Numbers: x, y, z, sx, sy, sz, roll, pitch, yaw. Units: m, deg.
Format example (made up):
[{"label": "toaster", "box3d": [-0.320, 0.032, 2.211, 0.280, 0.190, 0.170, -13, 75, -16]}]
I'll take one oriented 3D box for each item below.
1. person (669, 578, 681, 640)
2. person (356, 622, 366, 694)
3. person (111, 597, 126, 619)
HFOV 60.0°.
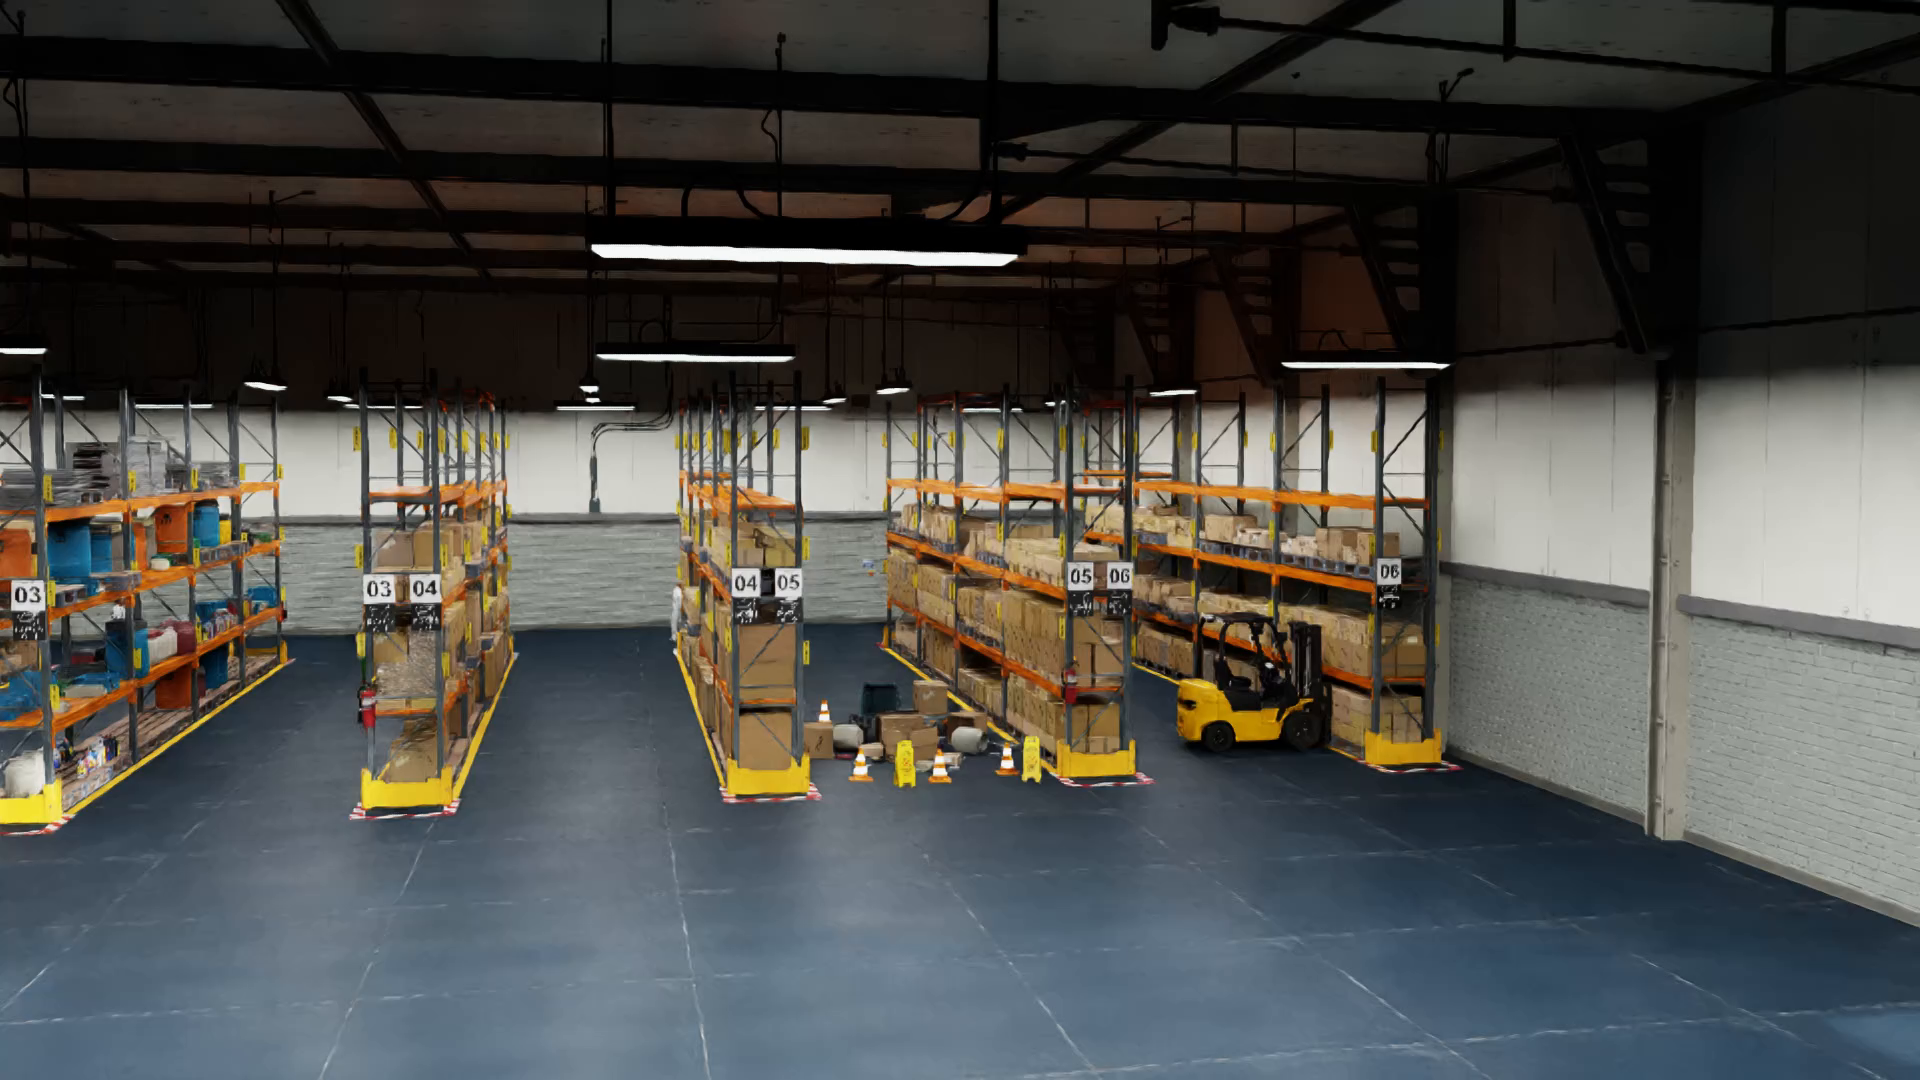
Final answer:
[{"label": "person", "box3d": [-6.986, 1.707, 41.928, 0.531, 1.600, 0.944, 1, 3, 9]}, {"label": "person", "box3d": [-11.559, 2.189, 32.790, 0.677, 1.742, 0.552, -1, 4, -14]}, {"label": "person", "box3d": [-18.218, 2.002, 36.067, 0.374, 1.684, 0.606, -1, 4, -14]}]
